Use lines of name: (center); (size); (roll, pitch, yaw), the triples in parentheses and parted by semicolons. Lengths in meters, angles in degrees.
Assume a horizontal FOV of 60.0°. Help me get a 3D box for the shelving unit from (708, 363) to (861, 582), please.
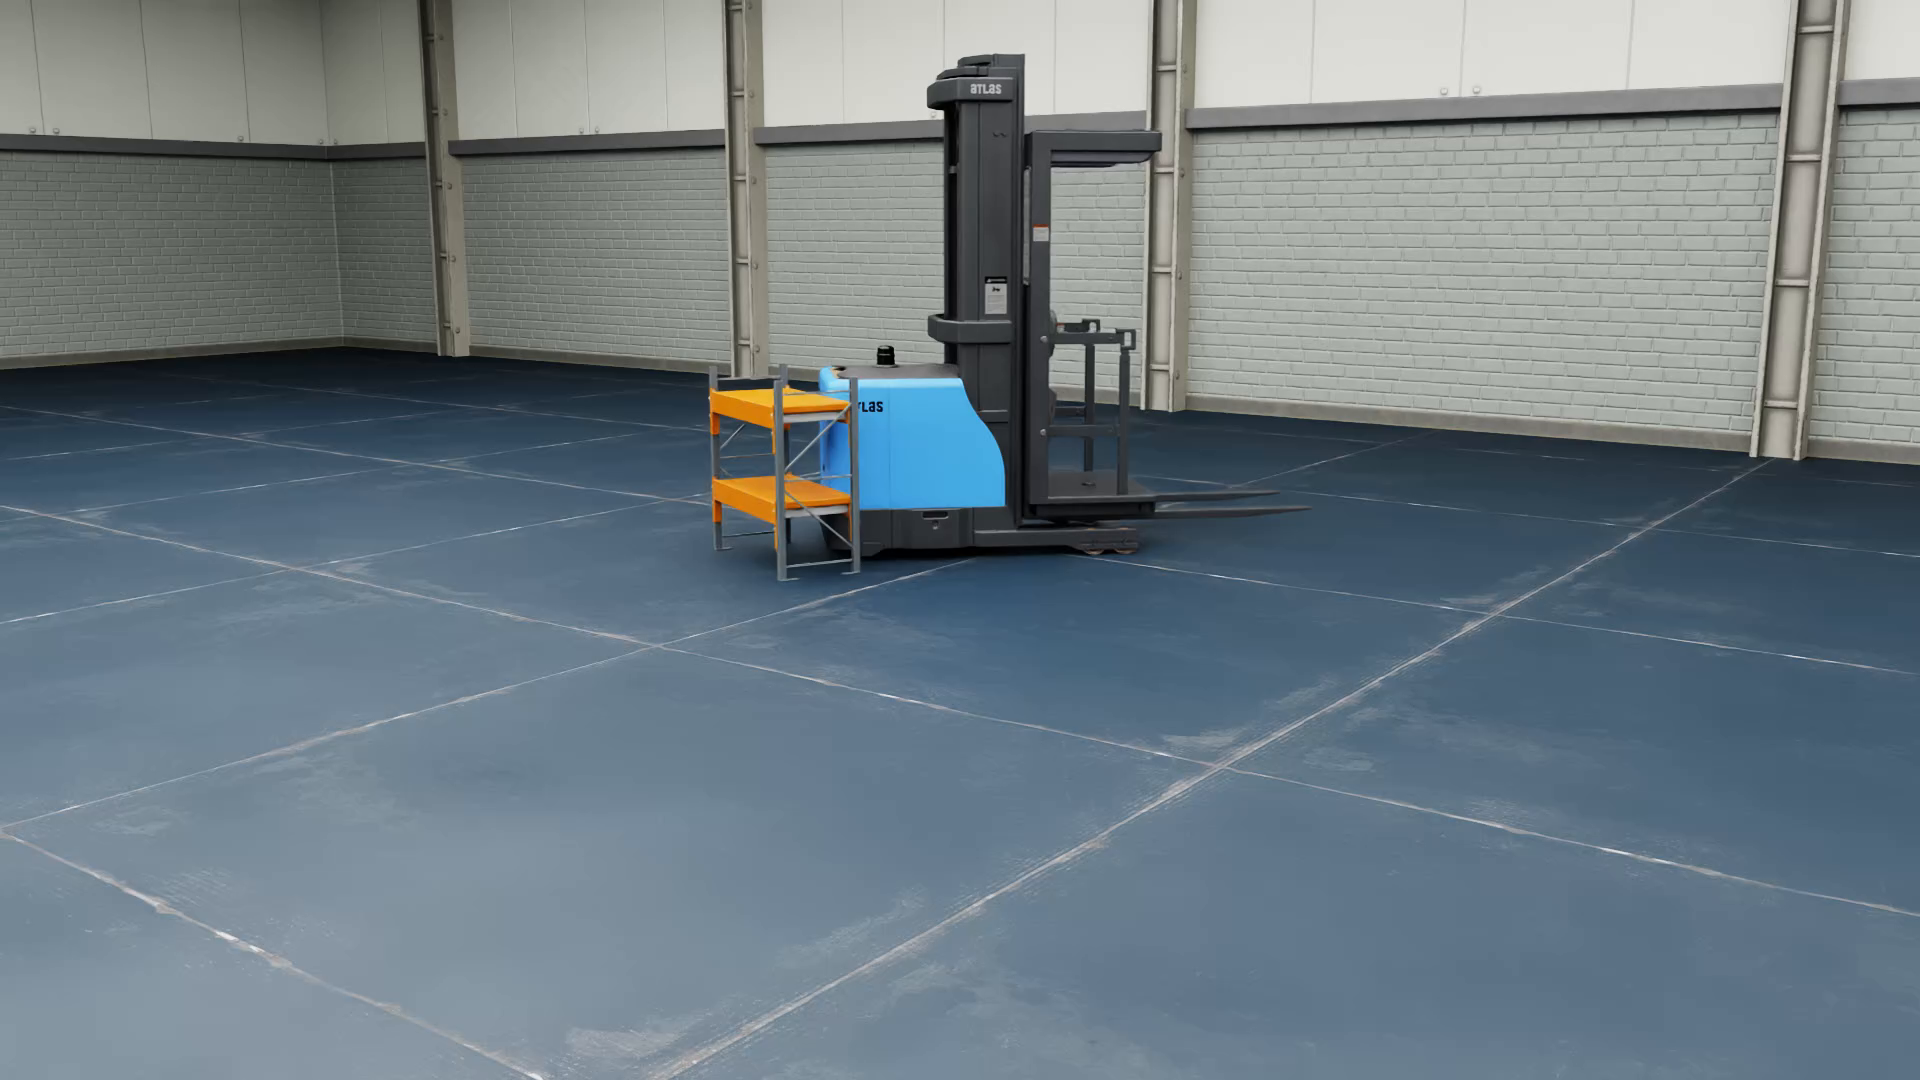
shelving unit: (-1.043, -0.428, 9.780); (0.538, 1.125, 1.048); (-6, 12, -28)

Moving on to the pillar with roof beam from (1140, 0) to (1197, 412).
pillar with roof beam: (-0.382, -5.150, 13.458); (0.400, 9.000, 9.100); (8, 13, 36)

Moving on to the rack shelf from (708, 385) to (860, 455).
rack shelf: (-1.043, -0.715, 9.725); (0.538, 0.278, 1.000); (-6, 12, -28)

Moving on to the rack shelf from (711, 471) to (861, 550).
rack shelf: (-1.043, -0.188, 9.827); (0.538, 0.278, 1.000); (-6, 12, -28)

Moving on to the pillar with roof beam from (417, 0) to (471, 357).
pillar with roof beam: (-10.054, -6.499, 20.432); (0.400, 9.000, 9.100); (8, 13, 36)

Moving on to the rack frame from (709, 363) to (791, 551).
rack frame: (-1.287, -0.513, 10.218); (0.500, 1.125, 0.032); (-6, 12, -28)

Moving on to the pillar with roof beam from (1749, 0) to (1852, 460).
pillar with roof beam: (4.454, -4.475, 9.971); (0.400, 9.000, 9.100); (8, 13, 36)

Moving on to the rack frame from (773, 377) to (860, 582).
rack frame: (-0.799, -0.343, 9.343); (0.500, 1.125, 0.032); (-6, 12, -28)

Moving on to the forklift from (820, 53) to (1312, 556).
forklift: (0.652, -1.444, 10.276); (3.031, 2.935, 1.130); (-1, 11, -7)

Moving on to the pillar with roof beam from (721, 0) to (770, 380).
pillar with roof beam: (-5.218, -5.824, 16.945); (0.400, 9.000, 9.100); (8, 13, 36)
